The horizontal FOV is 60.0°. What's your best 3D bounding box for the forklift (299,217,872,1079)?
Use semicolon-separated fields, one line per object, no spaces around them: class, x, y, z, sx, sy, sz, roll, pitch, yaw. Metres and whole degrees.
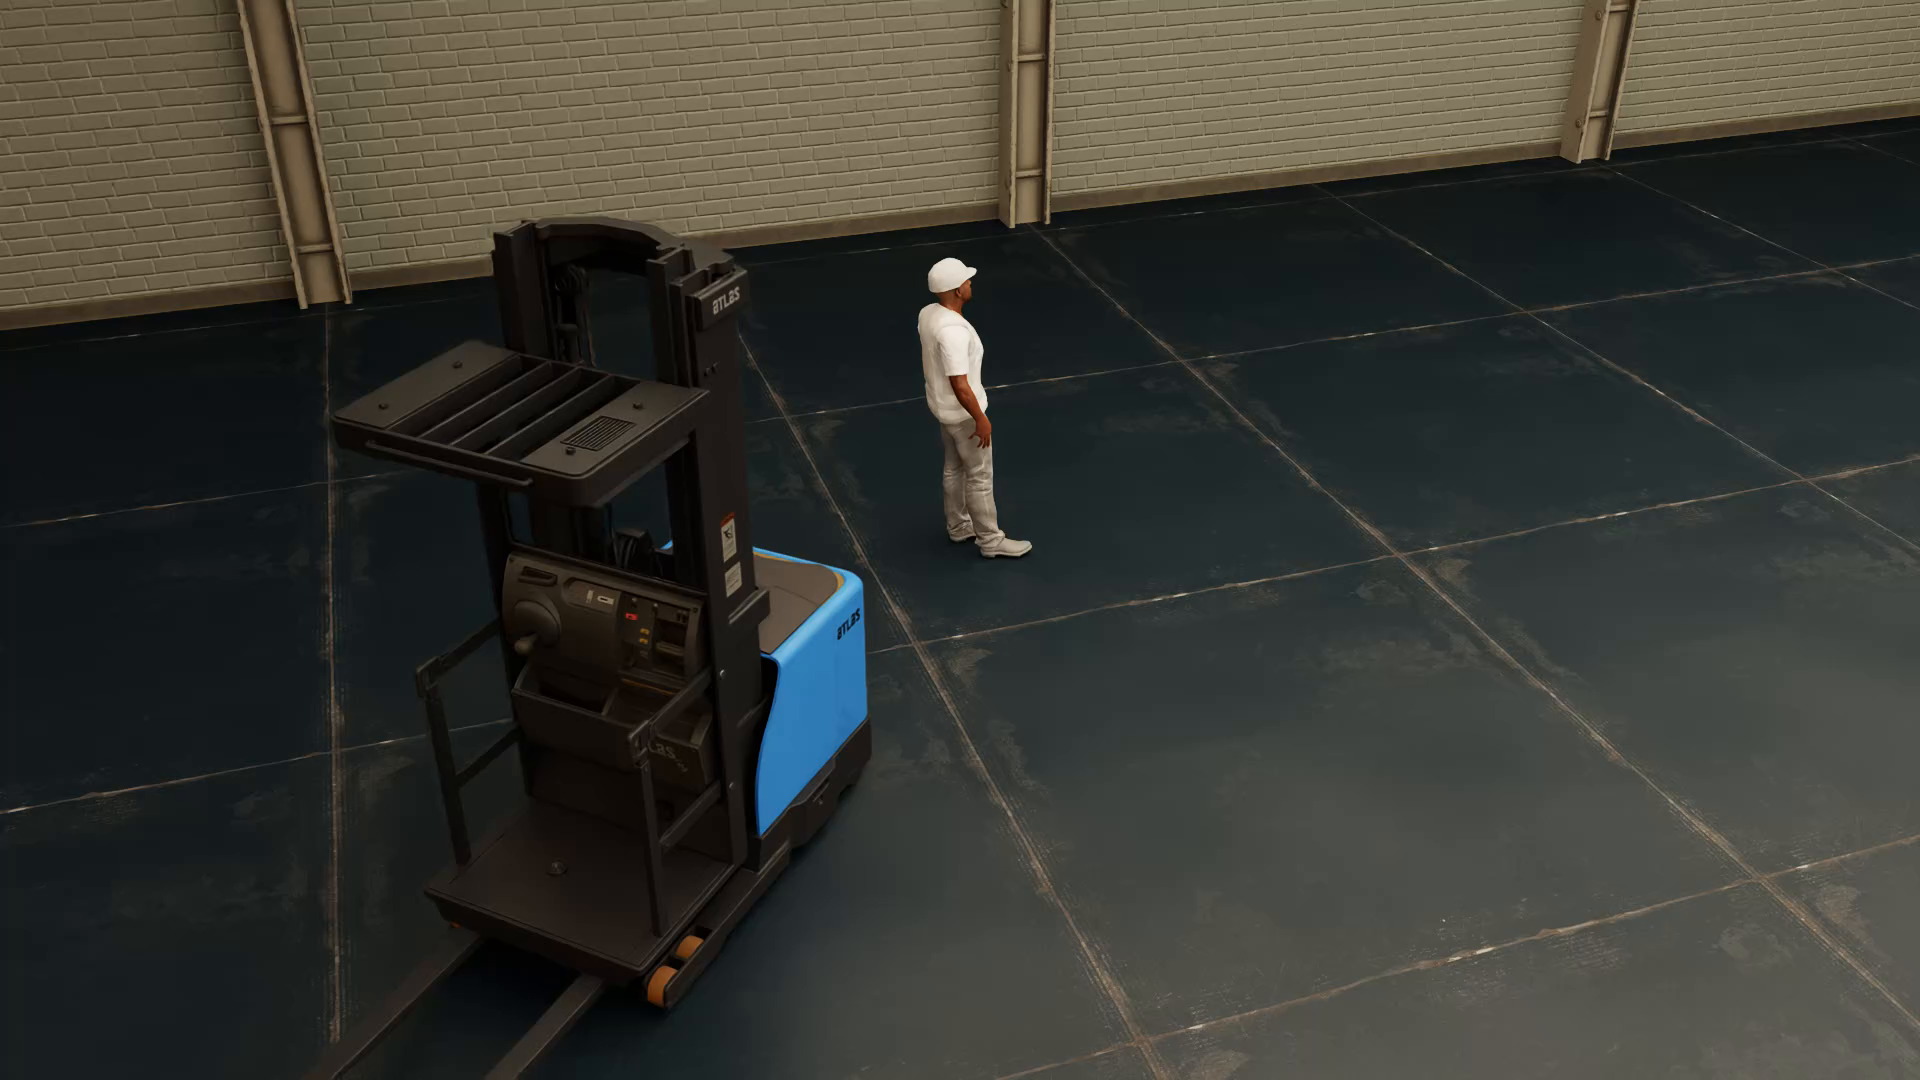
forklift;-1.518;0.373;6.438;1.130;2.935;3.031;13;33;22

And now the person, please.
person;0.067;-0.780;9.596;0.577;1.765;0.666;-10;31;-16
